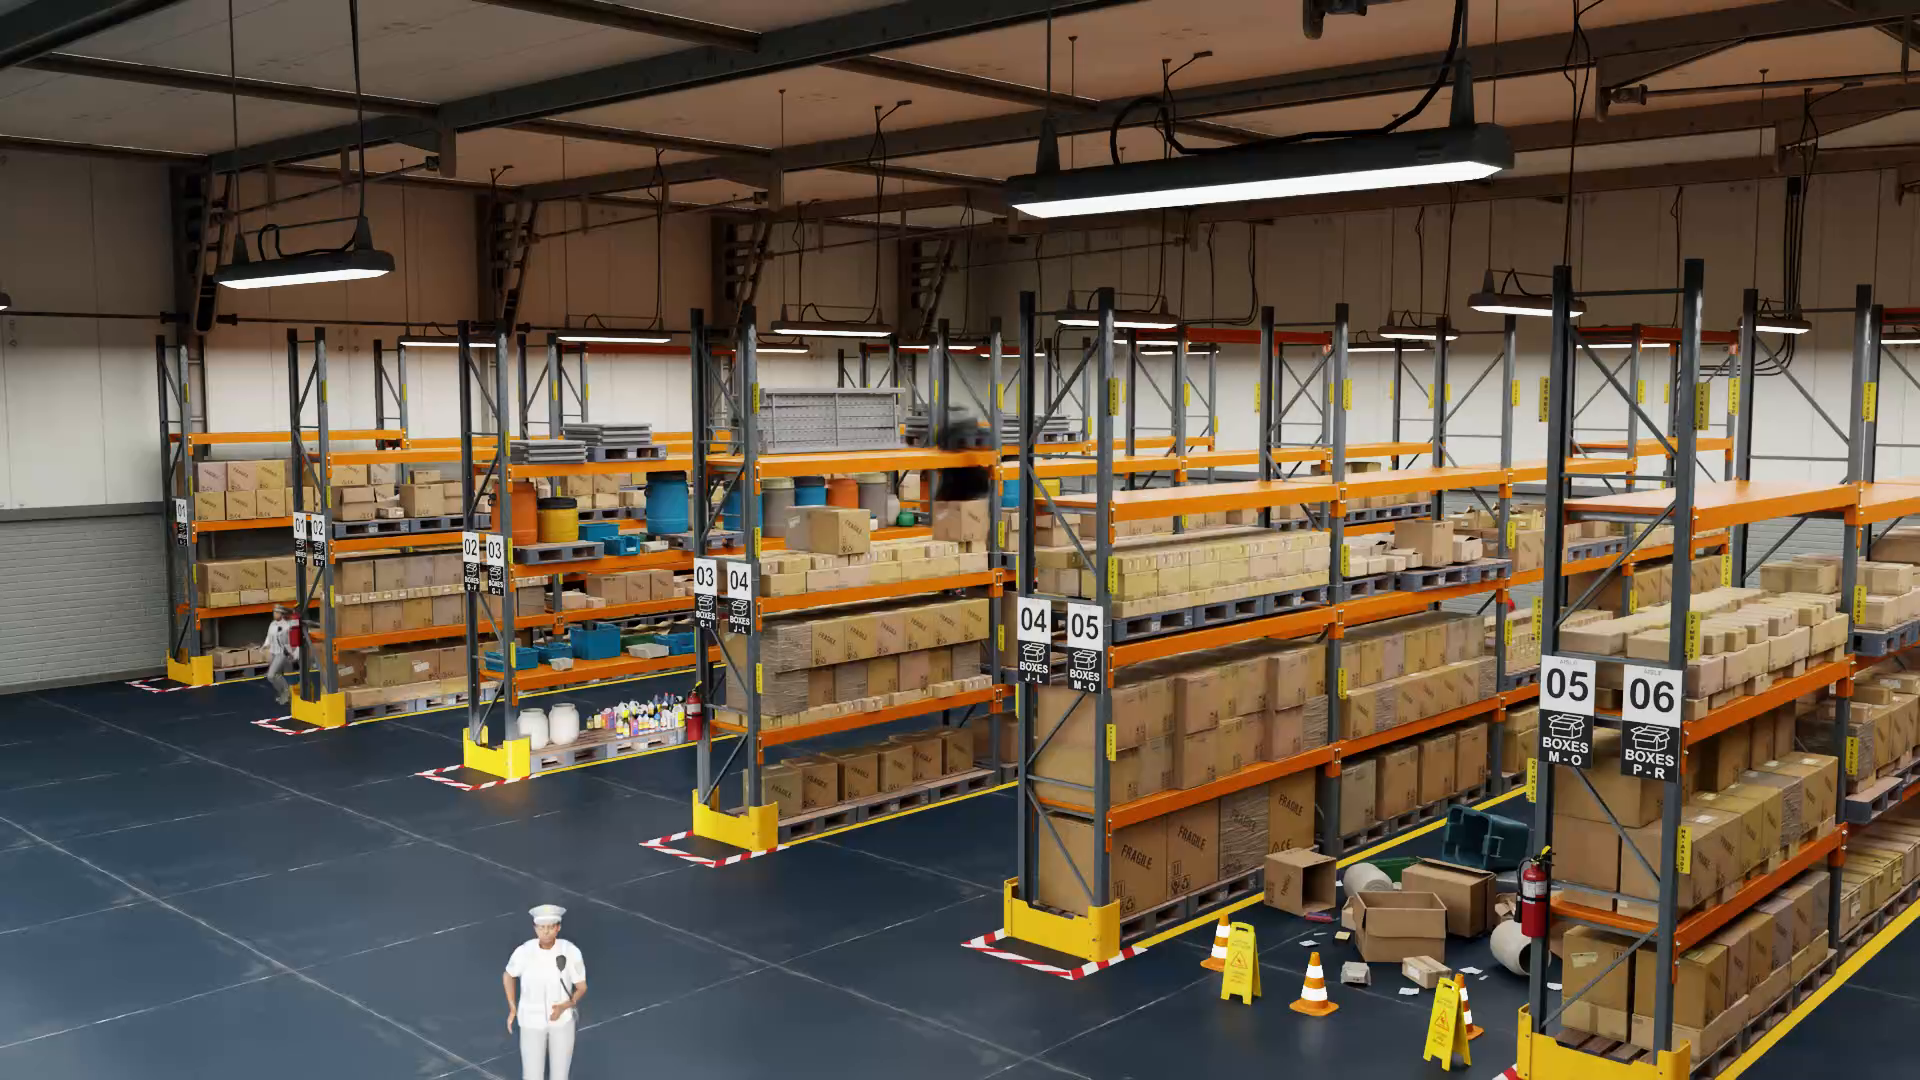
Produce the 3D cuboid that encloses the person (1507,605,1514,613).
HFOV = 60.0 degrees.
[{"bbox_3d":[8.564,1.831,26.091,0.664,1.719,0.997,5,8,45],"label":"person"}]

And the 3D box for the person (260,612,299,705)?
[{"bbox_3d":[-10.892,1.852,26.674,0.674,1.606,0.590,3,6,33],"label":"person"}]

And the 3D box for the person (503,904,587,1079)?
[{"bbox_3d":[-2.800,3.279,11.240,0.560,1.659,0.576,-1,6,-13],"label":"person"}]
